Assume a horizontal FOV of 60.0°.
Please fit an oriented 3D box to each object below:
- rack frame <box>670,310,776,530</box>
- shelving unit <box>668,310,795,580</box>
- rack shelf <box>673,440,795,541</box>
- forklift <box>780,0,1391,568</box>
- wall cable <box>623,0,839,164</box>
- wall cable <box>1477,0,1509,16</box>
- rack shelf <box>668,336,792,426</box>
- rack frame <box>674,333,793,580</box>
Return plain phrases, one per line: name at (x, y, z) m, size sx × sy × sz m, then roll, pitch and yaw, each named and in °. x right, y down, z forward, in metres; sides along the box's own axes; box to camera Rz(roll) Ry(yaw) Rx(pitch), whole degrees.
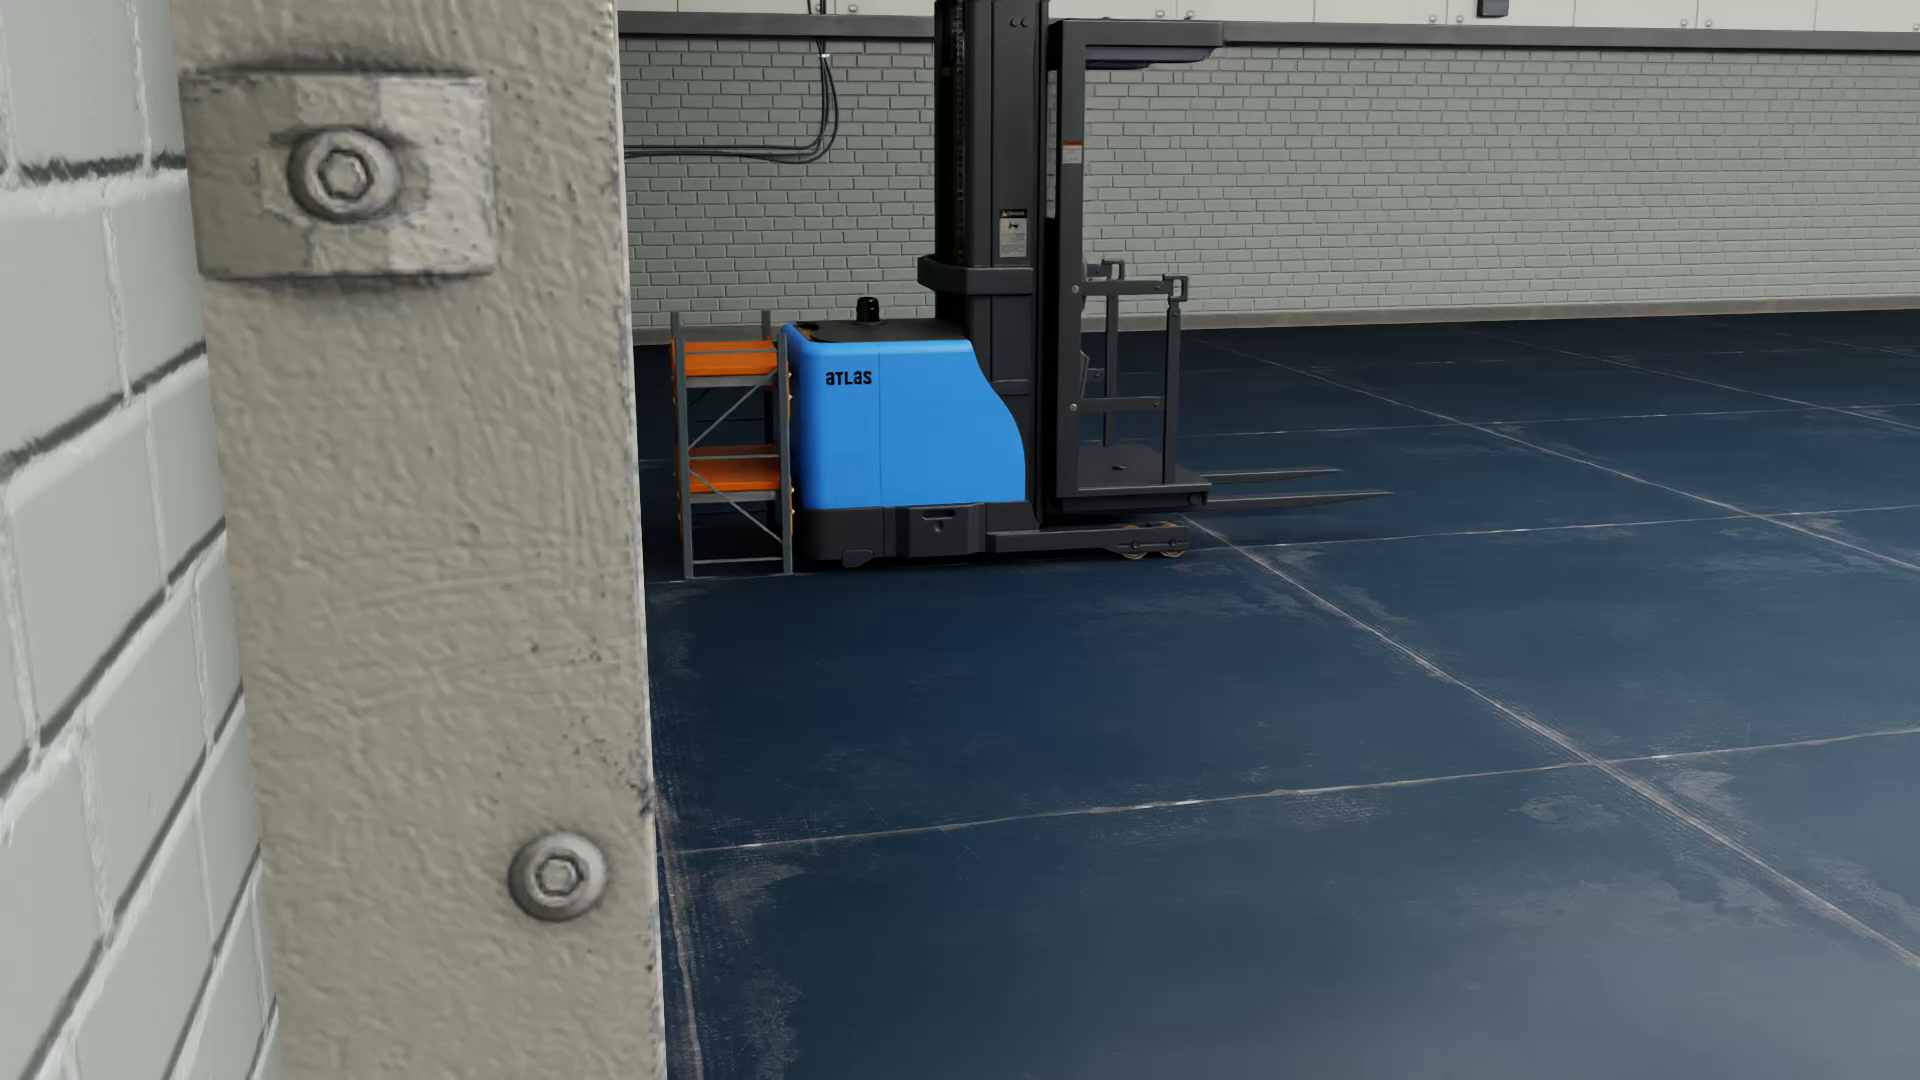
rack frame at (-1.215, -0.613, 8.567) m, size 0.500 × 1.125 × 0.032 m, roll -3°, pitch 14°, yaw -10°
shelving unit at (-1.122, -0.495, 8.081) m, size 0.538 × 1.125 × 1.048 m, roll -3°, pitch 14°, yaw -10°
rack shelf at (-1.122, -0.257, 8.139) m, size 0.538 × 0.278 × 1.000 m, roll -3°, pitch 14°, yaw -10°
forklift at (0.647, -1.449, 8.183) m, size 3.031 × 2.935 × 1.130 m, roll -3°, pitch 14°, yaw -12°
wall cable at (-2.670, -4.778, 15.565) m, size 3.097 × 2.526 × 0.112 m, roll -3°, pitch 14°, yaw -13°
wall cable at (6.562, -8.464, 16.944) m, size 2.305 × 6.003 × 0.169 m, roll -3°, pitch 14°, yaw -13°
rack shelf at (-1.122, -0.779, 8.012) m, size 0.538 × 0.278 × 1.000 m, roll -3°, pitch 14°, yaw -10°
rack frame at (-1.029, -0.376, 7.596) m, size 0.500 × 1.125 × 0.032 m, roll -3°, pitch 14°, yaw -10°
